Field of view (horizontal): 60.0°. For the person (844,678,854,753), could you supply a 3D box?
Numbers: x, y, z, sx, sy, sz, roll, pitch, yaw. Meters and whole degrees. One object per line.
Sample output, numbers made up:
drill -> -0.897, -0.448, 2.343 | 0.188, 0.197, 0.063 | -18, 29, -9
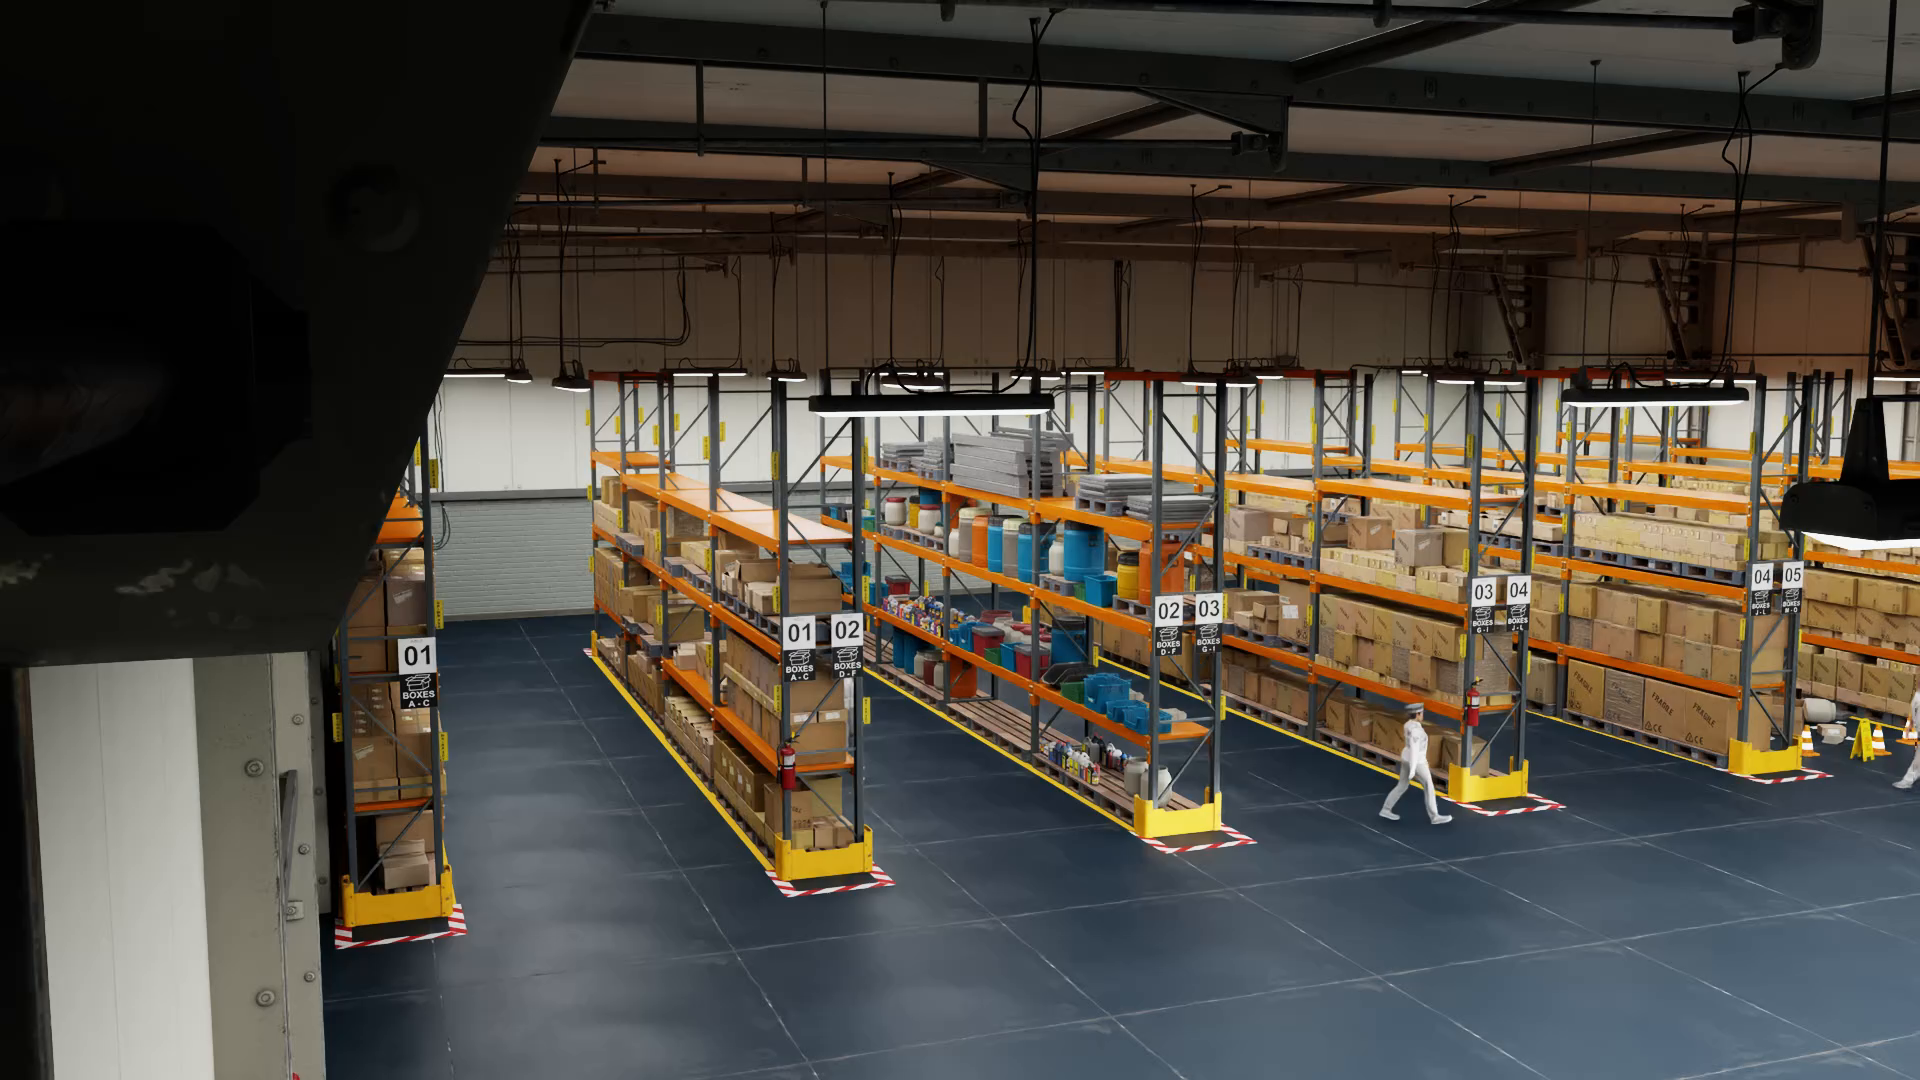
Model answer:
person -> -1.798, 2.624, 25.841 | 0.739, 1.658, 0.511 | 6, 9, 42

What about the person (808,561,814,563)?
person -> -3.493, 1.302, 37.751 | 0.626, 1.647, 0.518 | -2, 7, -13

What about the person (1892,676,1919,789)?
person -> 14.068, 2.754, 24.251 | 1.038, 1.697, 0.586 | 0, 6, -3

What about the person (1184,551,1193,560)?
person -> 5.962, 0.530, 44.218 | 0.561, 1.737, 0.942 | 5, 8, 40

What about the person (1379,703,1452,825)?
person -> 6.168, 3.015, 22.503 | 0.894, 1.643, 0.505 | -1, 6, -11
